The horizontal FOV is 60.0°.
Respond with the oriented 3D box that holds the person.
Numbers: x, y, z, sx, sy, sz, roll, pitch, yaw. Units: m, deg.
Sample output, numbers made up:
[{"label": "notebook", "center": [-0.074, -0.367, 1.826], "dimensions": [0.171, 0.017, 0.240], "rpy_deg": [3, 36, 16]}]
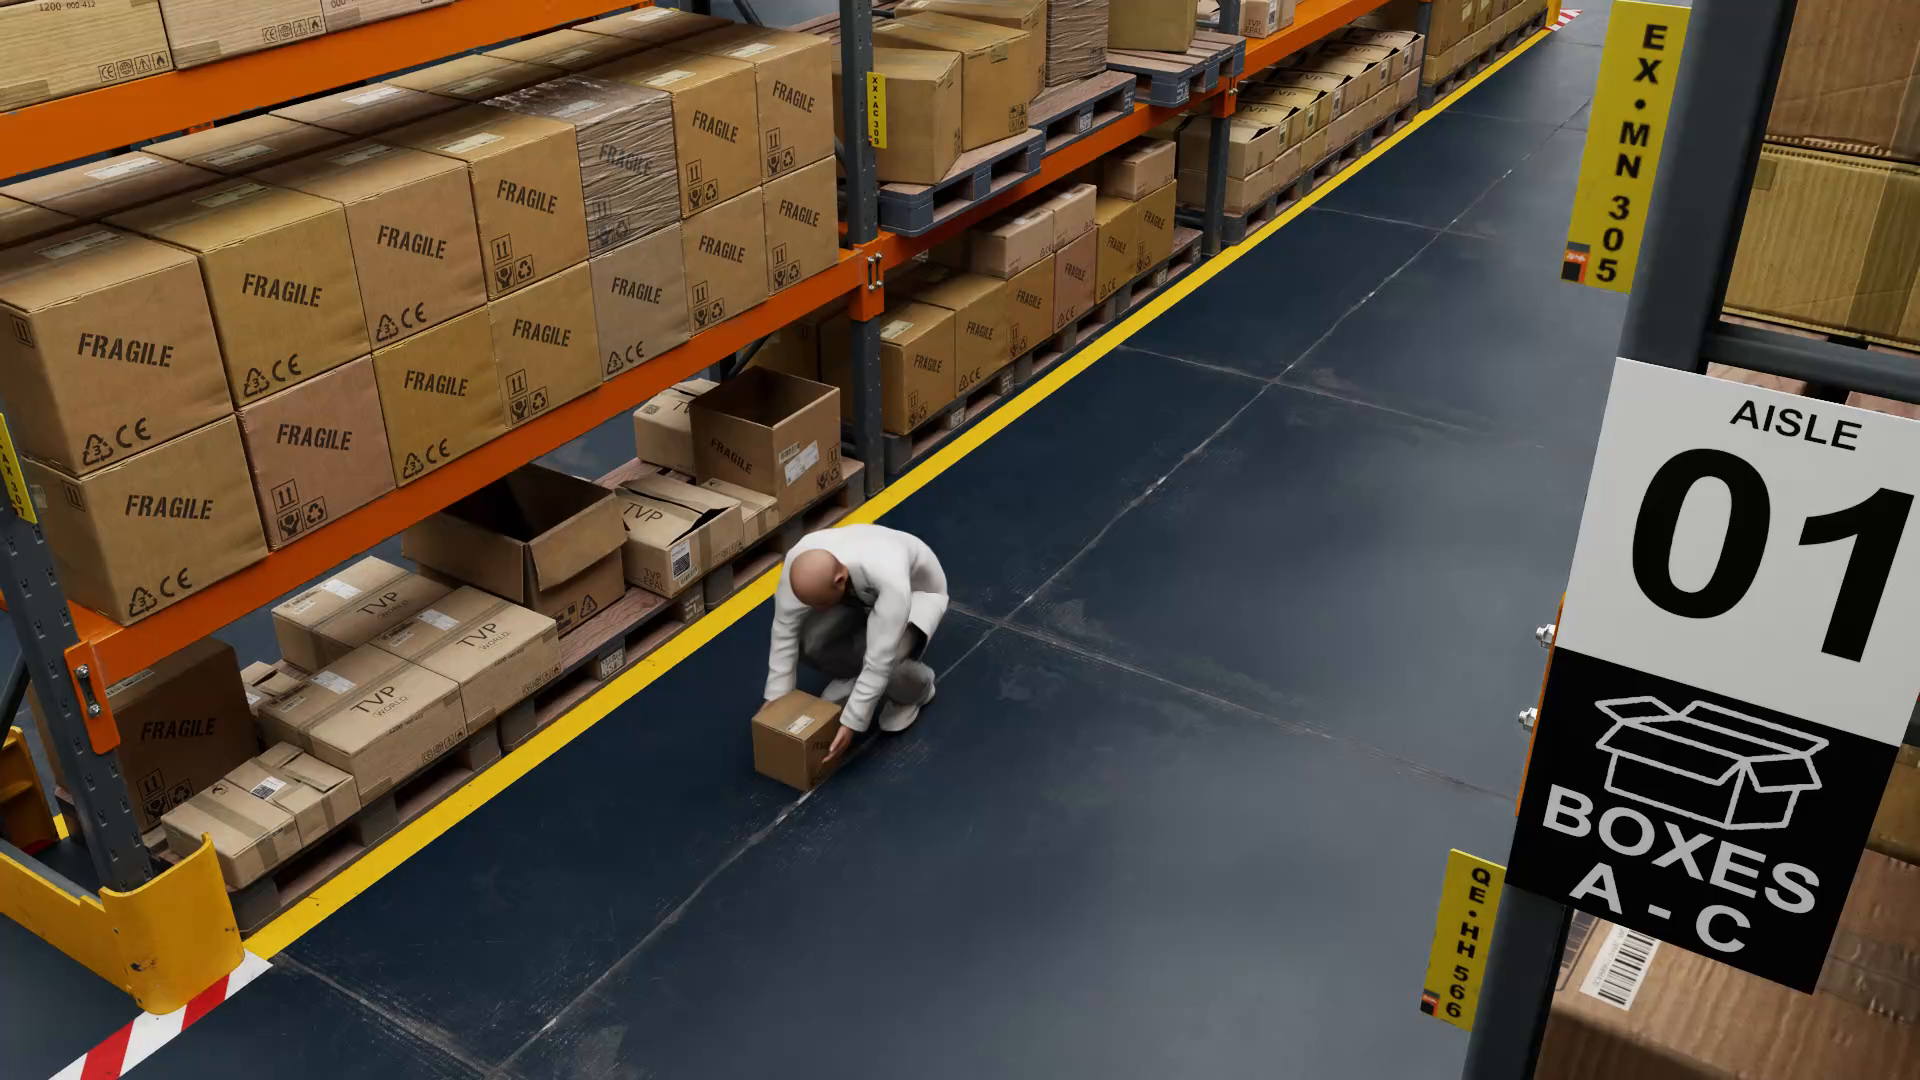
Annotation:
[{"label": "person", "center": [-0.390, 0.311, 6.439], "dimensions": [0.609, 0.947, 0.911], "rpy_deg": [19, 35, 30]}]
